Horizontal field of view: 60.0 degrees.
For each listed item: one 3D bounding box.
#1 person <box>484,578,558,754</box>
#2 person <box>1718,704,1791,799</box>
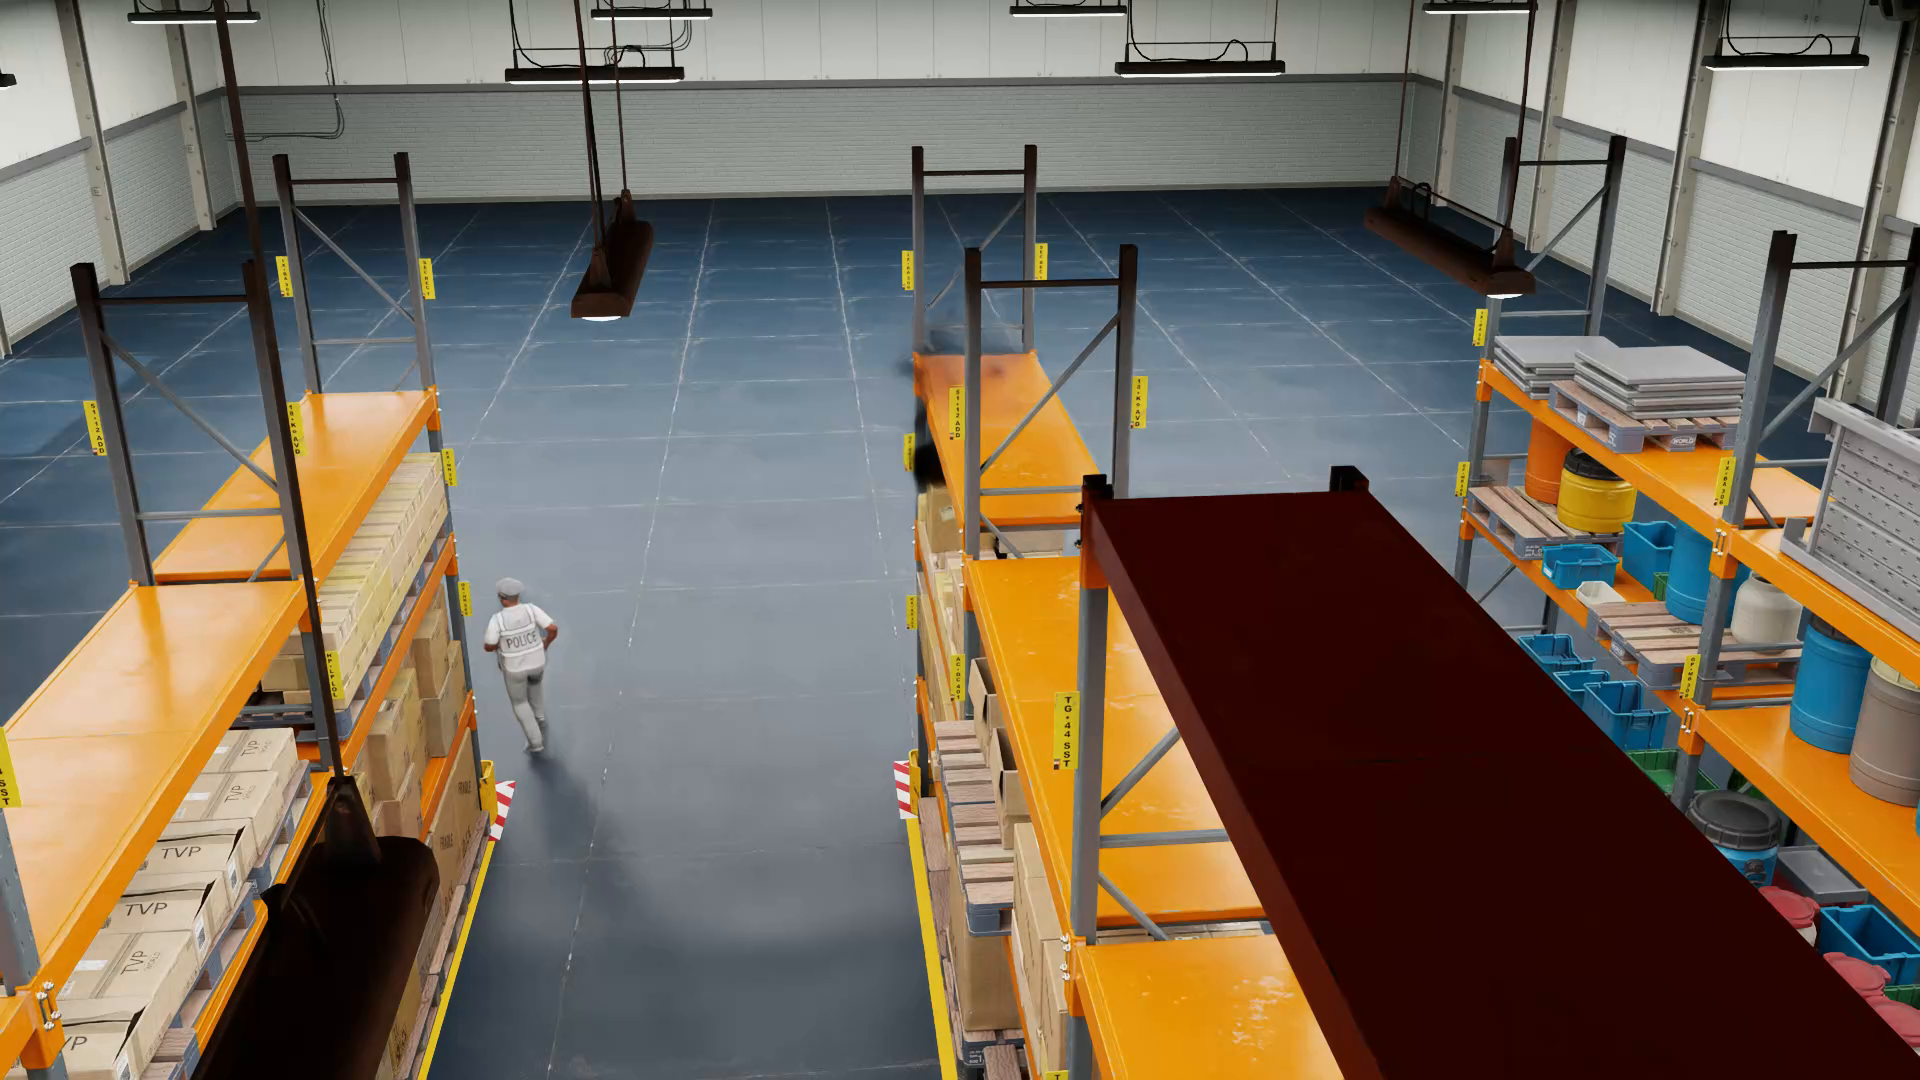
[{"bbox_3d":[-4.292,1.217,16.190,0.665,1.802,0.917,-15,26,-33],"label":"person"},{"bbox_3d":[6.811,1.953,14.270,0.643,1.844,0.876,-8,23,-20],"label":"person"}]
